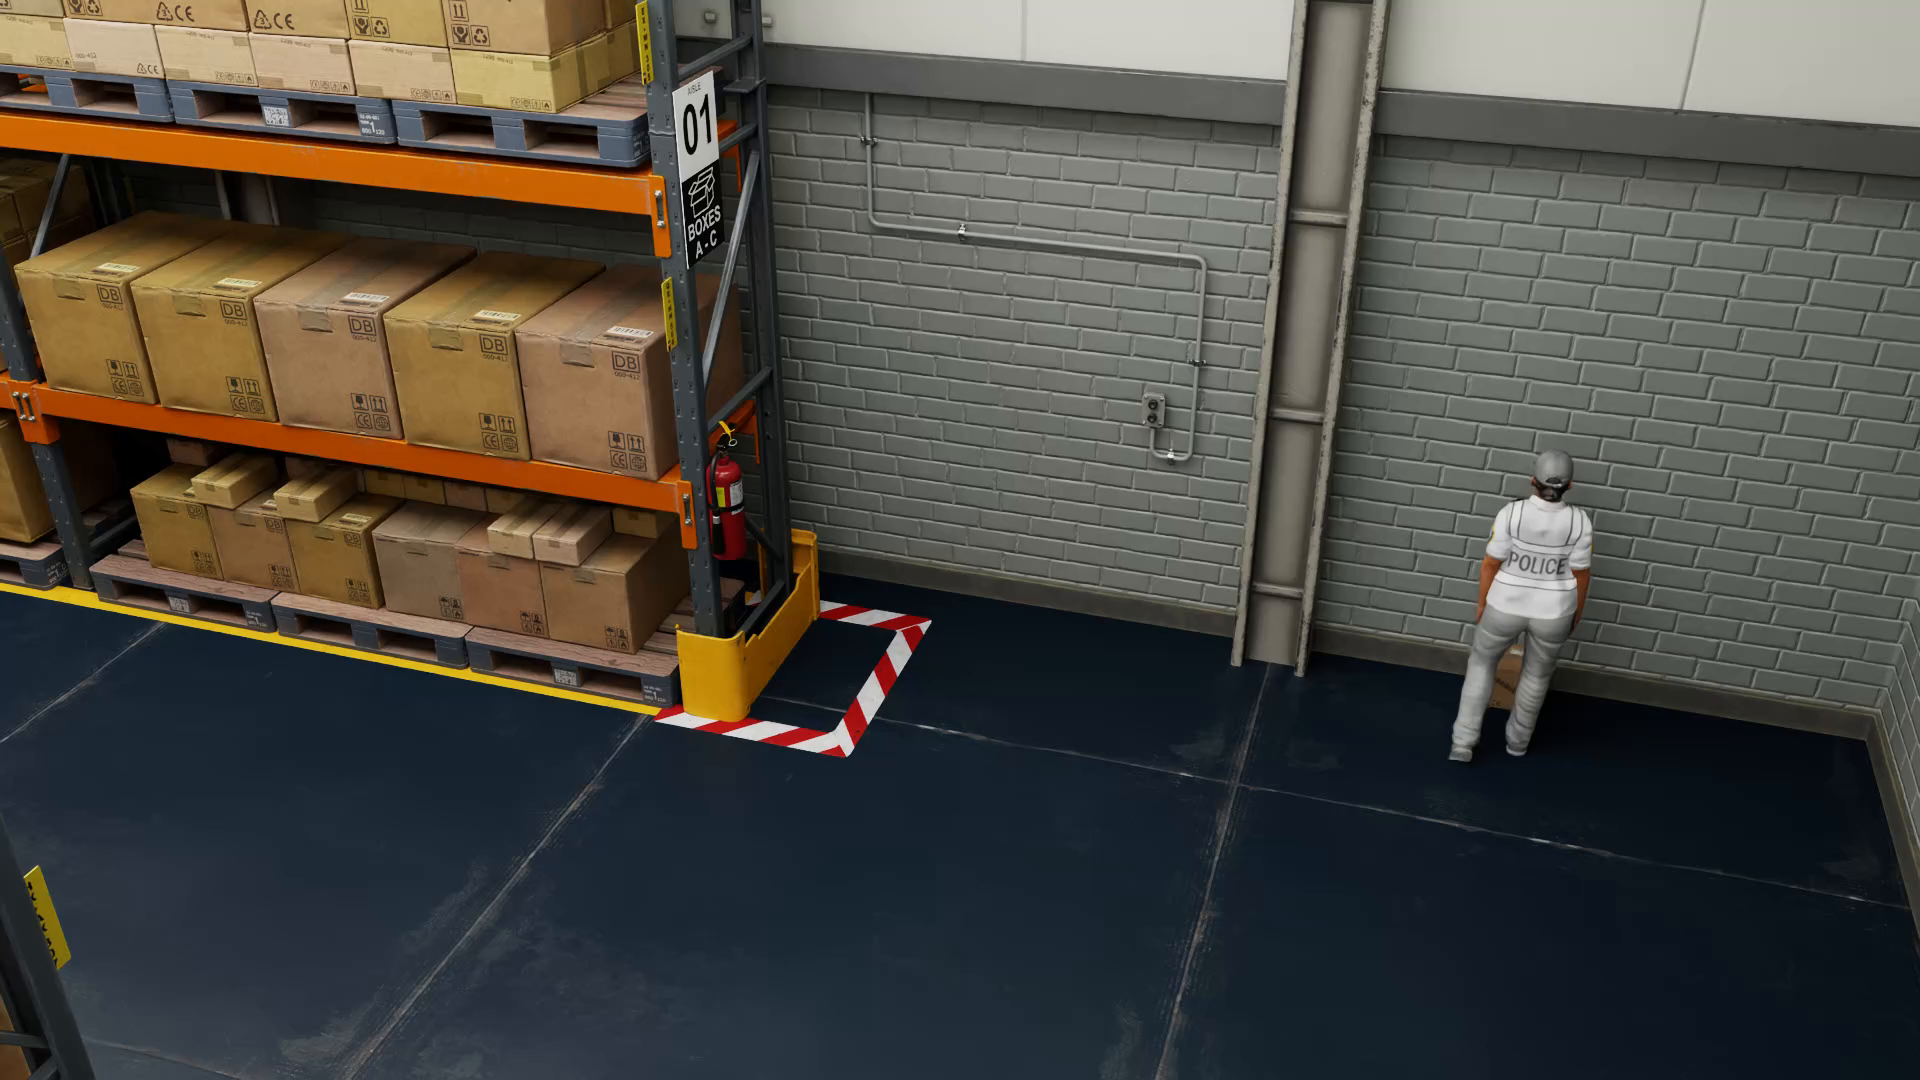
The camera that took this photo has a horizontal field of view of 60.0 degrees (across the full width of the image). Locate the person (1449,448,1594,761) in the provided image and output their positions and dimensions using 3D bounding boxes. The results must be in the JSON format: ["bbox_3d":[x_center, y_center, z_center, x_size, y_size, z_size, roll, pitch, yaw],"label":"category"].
[{"bbox_3d":[2.703,0.352,7.941,0.492,1.733,0.474,9,31,15],"label":"person"}]
